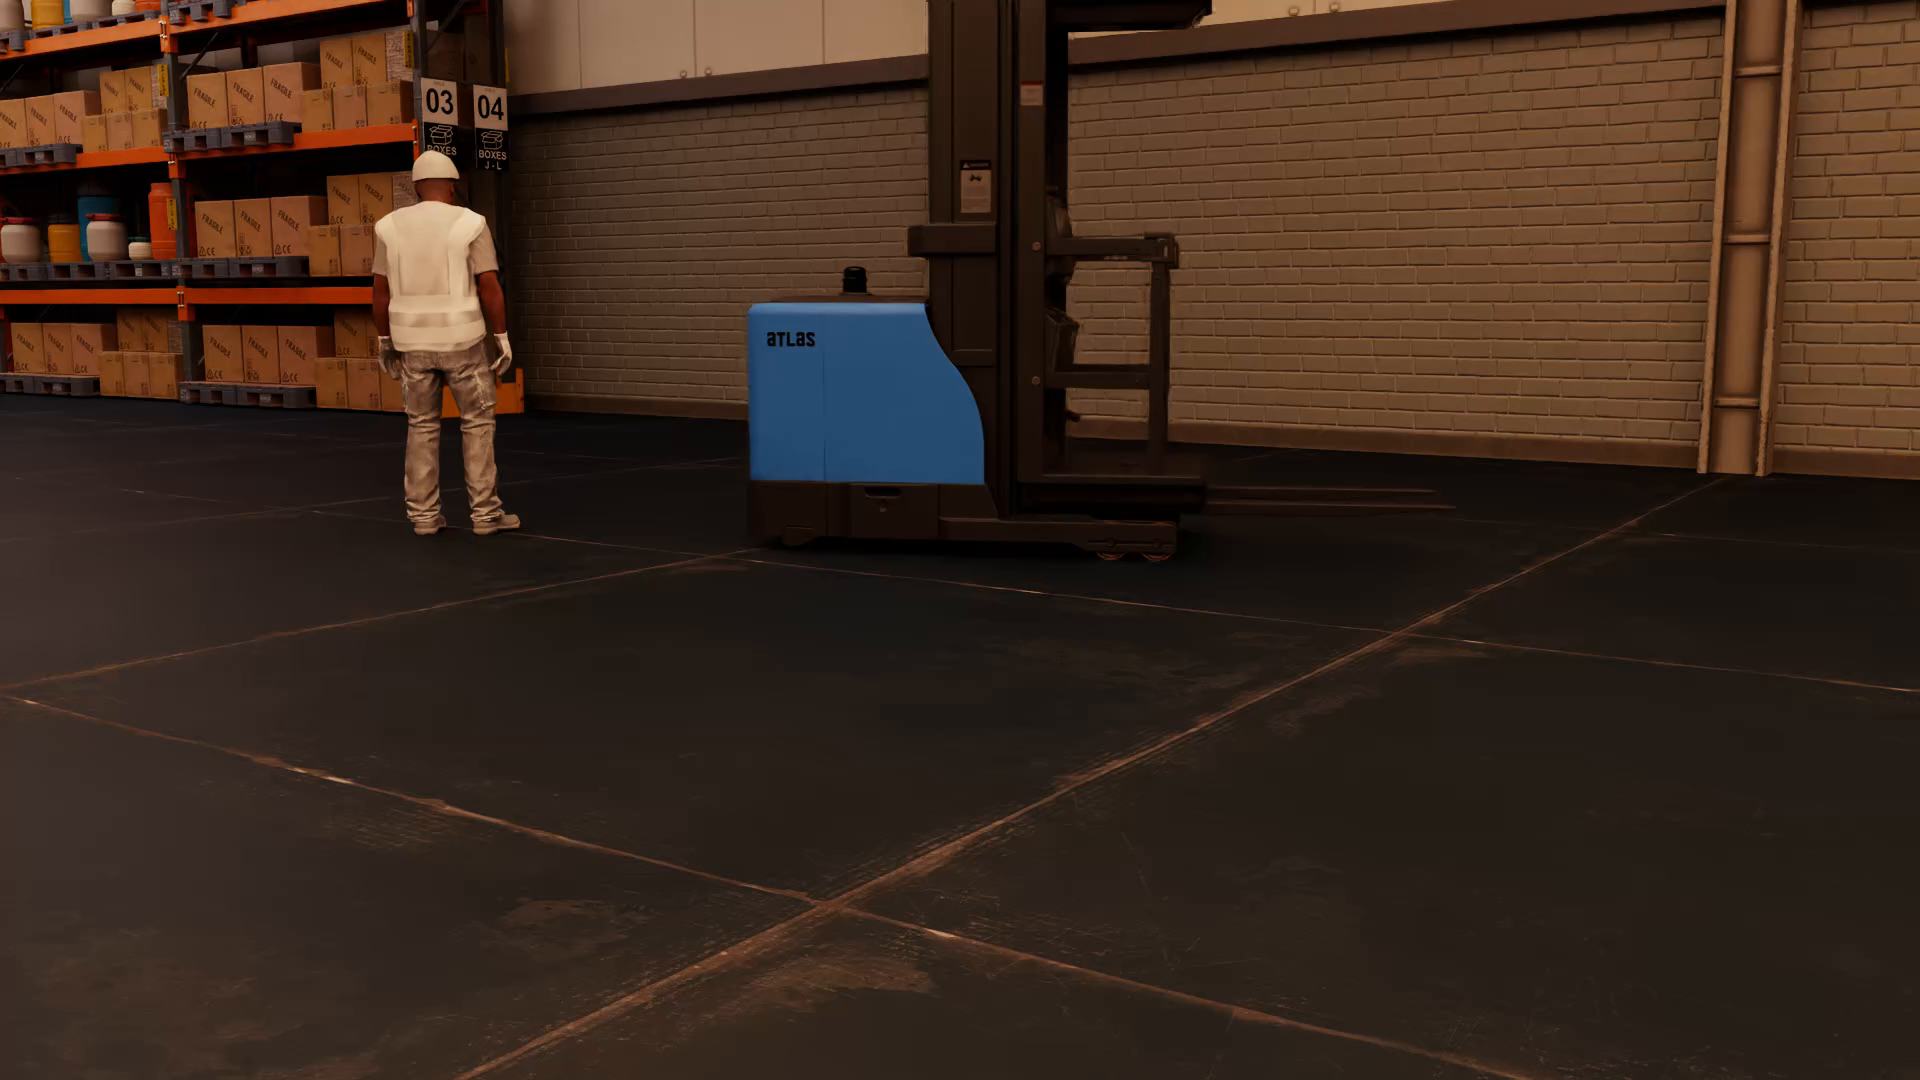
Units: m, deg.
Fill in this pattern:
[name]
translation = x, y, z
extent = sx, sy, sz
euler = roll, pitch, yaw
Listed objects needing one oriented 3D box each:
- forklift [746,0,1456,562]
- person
[forklift]
translation = 0.626, -1.441, 7.325
extent = 3.031, 2.935, 1.130
euler = 1, 8, 8
[person]
translation = -2.406, -0.914, 7.749
extent = 0.620, 1.773, 0.449
euler = 0, 8, 2
